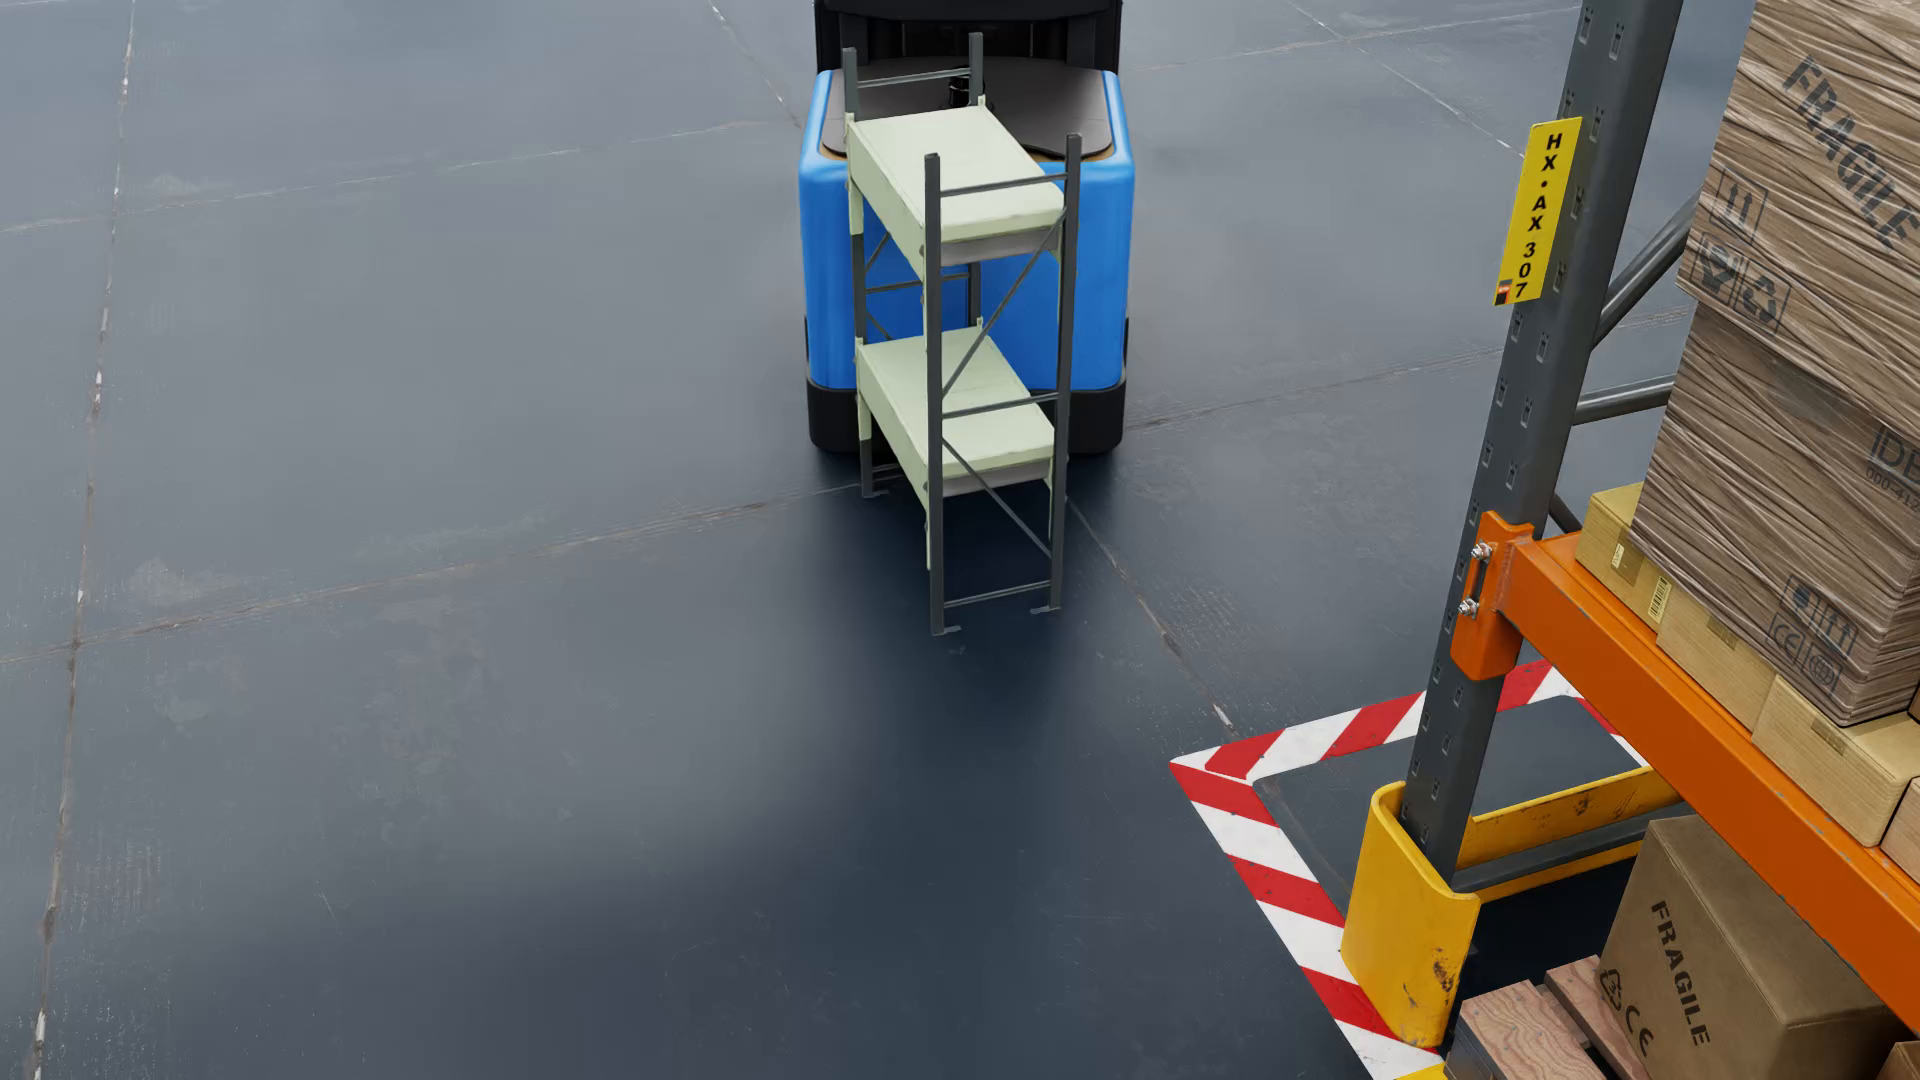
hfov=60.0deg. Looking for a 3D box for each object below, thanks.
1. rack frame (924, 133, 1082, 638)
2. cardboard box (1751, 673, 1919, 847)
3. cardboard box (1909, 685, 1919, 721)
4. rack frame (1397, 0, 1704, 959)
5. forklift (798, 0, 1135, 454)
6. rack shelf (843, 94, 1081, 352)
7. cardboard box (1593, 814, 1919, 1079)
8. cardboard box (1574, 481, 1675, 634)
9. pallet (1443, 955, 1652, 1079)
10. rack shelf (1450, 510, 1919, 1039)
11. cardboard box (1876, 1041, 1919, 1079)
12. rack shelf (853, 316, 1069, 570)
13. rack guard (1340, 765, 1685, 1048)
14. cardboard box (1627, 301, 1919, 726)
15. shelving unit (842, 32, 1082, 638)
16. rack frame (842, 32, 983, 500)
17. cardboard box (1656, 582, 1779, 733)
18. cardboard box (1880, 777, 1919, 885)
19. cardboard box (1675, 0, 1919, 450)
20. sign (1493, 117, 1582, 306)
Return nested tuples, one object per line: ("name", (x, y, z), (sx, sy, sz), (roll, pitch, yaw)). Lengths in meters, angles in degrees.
("rack frame", (0.107, -0.357, 4.478), (0.400, 1.500, 0.023), (-12, 39, -15))
("cardboard box", (1.481, 0.294, 2.575), (0.380, 0.149, 0.250), (-12, 39, -16))
("cardboard box", (1.914, 0.109, 2.282), (0.875, 0.500, 0.500), (-12, 39, -16))
("rack frame", (1.466, -0.306, 3.163), (1.000, 3.000, 0.127), (-12, 39, -16))
("forklift", (0.030, -2.312, 5.883), (1.130, 2.935, 3.031), (0, 37, 0))
("rack shelf", (-0.011, -0.878, 4.520), (0.431, 0.370, 0.720), (-12, 39, -15))
("cardboard box", (1.665, 0.881, 3.316), (0.500, 0.500, 0.500), (-6, 37, -7))
("cardboard box", (1.341, 0.005, 2.960), (0.380, 0.149, 0.250), (-12, 39, -16))
("pallet", (1.739, 1.317, 3.326), (1.003, 0.211, 1.213), (-12, 39, -16))
("rack shelf", (2.155, 1.111, 1.880), (1.077, 0.370, 4.000), (-12, 39, -16))
("cardboard box", (1.903, 1.211, 2.877), (0.500, 0.500, 0.500), (-3, 37, -4))
("rack shelf", (-0.011, -0.305, 4.951), (0.431, 0.370, 0.720), (-12, 39, -15))
("rack guard", (1.492, 0.735, 3.858), (1.175, 0.500, 0.348), (-12, 39, -16))
("cardboard box", (1.630, -0.148, 2.624), (0.875, 0.500, 0.500), (-12, 39, -16))
("shelving unit", (-0.011, -0.566, 4.755), (0.431, 1.500, 0.755), (-12, 39, -15))
("rack frame", (-0.129, -0.774, 5.031), (0.400, 1.500, 0.023), (-12, 39, -15))
("cardboard box", (1.409, 0.150, 2.767), (0.380, 0.149, 0.250), (-12, 39, -16))
("cardboard box", (1.586, 0.431, 2.393), (0.380, 0.149, 0.250), (-12, 39, -16))
("cardboard box", (1.400, -0.497, 2.255), (0.500, 0.500, 0.500), (-12, 39, -16))
("sign", (0.957, -0.539, 2.754), (0.100, 0.325, 0.005), (-12, 39, -16))
